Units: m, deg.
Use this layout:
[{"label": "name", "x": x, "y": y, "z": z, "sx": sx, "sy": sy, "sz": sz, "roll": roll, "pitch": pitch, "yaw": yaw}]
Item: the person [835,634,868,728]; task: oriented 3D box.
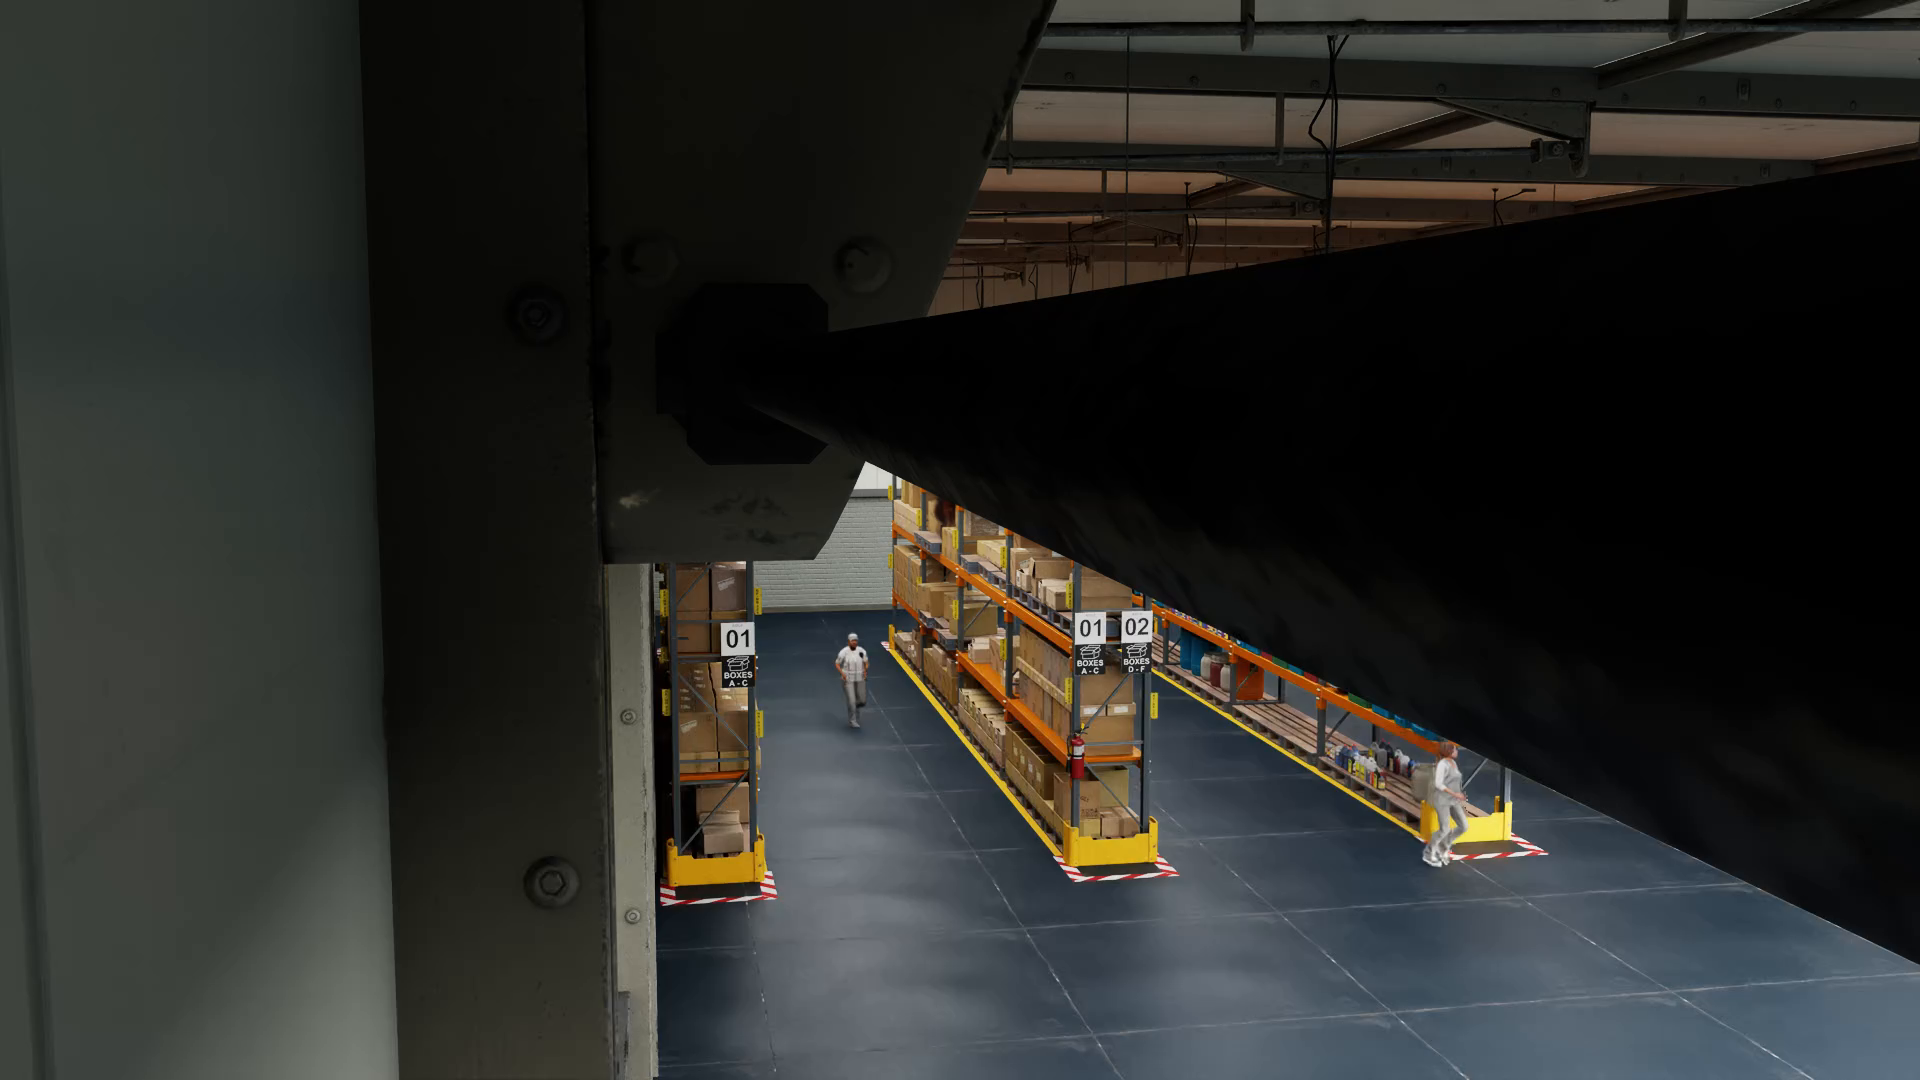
[{"label": "person", "x": -1.861, "y": 2.415, "z": 28.805, "sx": 0.594, "sy": 1.622, "sz": 0.556, "roll": -2, "pitch": 7, "yaw": -18}]

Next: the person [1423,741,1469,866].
[{"label": "person", "x": 6.139, "y": 3.309, "z": 20.866, "sx": 0.543, "sy": 1.542, "sz": 0.617, "roll": 6, "pitch": 8, "yaw": 42}]
